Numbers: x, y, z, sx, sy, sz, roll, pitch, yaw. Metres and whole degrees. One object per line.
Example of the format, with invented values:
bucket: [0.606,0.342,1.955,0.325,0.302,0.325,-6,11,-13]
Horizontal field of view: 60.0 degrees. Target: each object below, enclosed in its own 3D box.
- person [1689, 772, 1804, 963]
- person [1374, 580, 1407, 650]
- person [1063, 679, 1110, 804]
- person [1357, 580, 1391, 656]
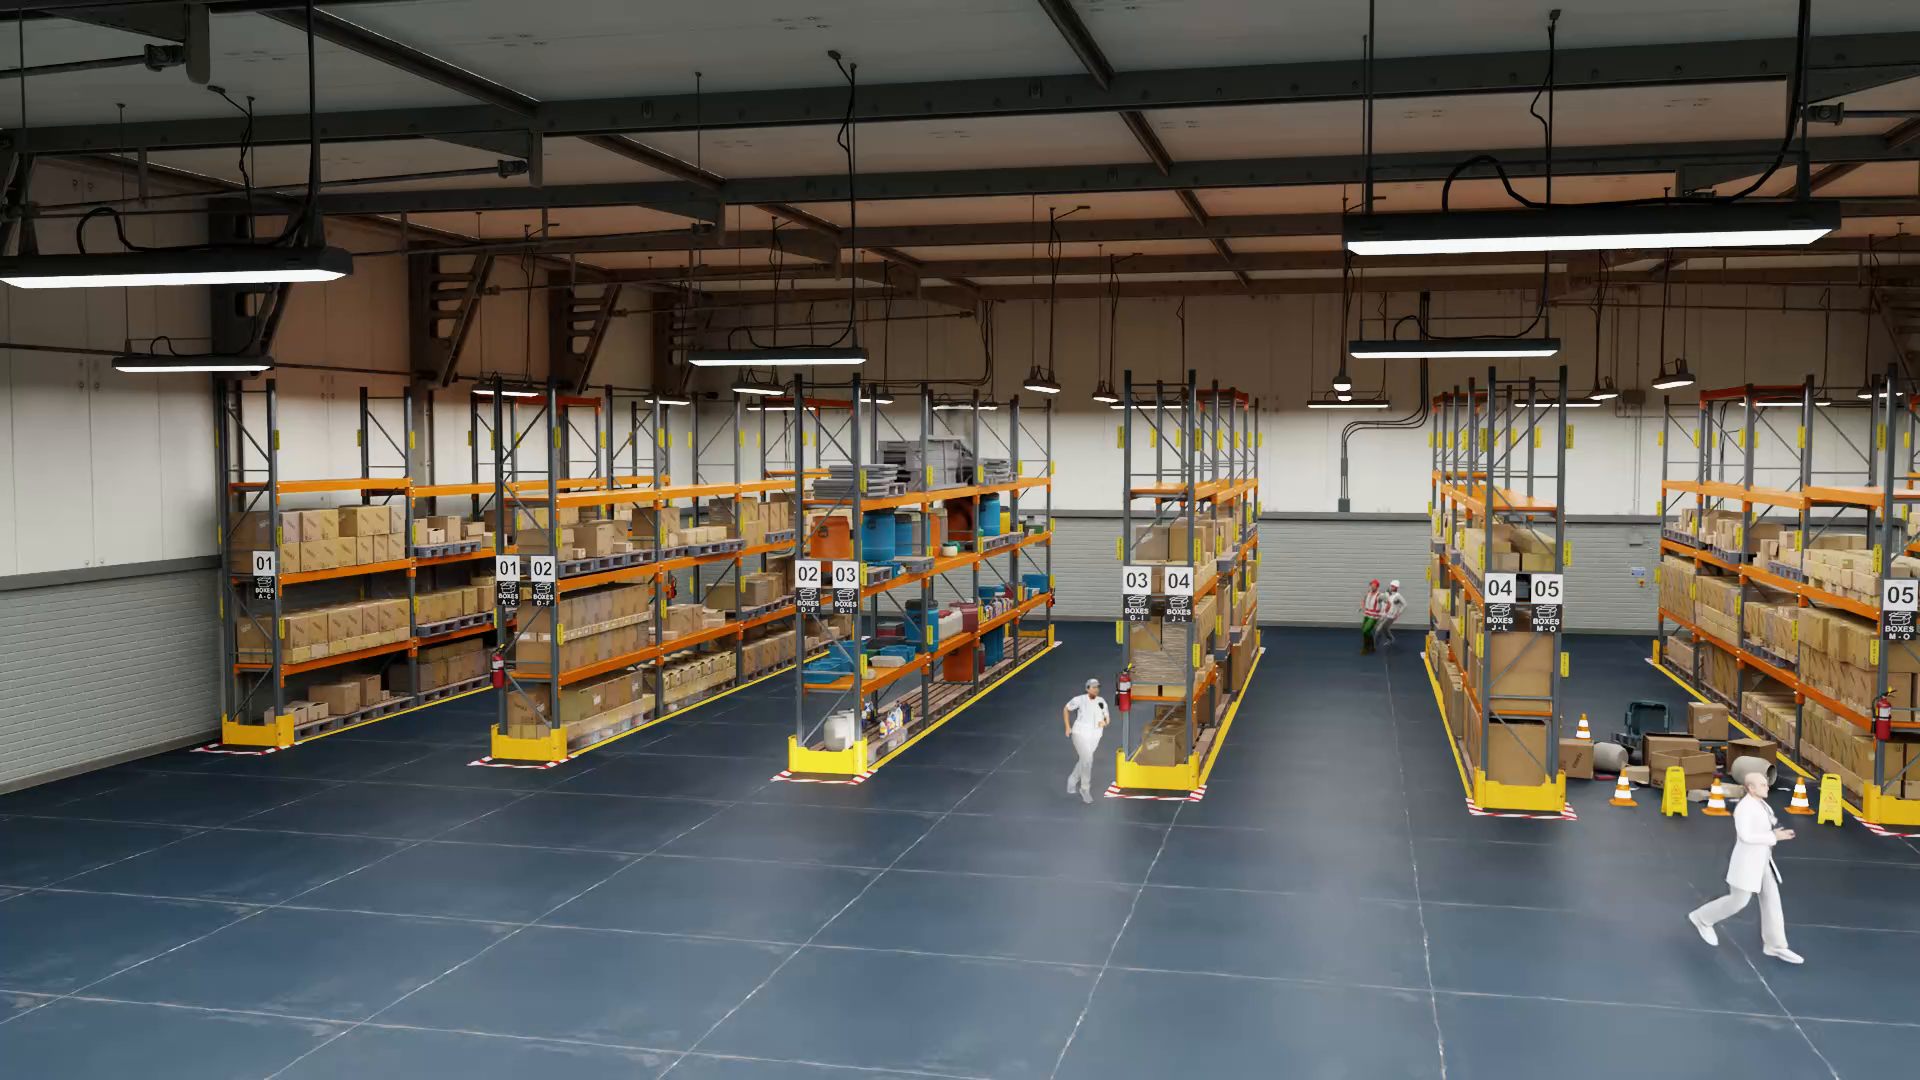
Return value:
person: [7.618,3.115,16.068,0.703,1.764,1.059,-3,5,-42]
person: [10.079,1.777,39.575,0.914,1.693,0.830,0,3,-2]
person: [1.818,2.779,23.283,0.603,1.663,0.797,-2,4,-25]
person: [9.580,1.817,38.636,0.681,1.787,0.718,-2,4,-33]
